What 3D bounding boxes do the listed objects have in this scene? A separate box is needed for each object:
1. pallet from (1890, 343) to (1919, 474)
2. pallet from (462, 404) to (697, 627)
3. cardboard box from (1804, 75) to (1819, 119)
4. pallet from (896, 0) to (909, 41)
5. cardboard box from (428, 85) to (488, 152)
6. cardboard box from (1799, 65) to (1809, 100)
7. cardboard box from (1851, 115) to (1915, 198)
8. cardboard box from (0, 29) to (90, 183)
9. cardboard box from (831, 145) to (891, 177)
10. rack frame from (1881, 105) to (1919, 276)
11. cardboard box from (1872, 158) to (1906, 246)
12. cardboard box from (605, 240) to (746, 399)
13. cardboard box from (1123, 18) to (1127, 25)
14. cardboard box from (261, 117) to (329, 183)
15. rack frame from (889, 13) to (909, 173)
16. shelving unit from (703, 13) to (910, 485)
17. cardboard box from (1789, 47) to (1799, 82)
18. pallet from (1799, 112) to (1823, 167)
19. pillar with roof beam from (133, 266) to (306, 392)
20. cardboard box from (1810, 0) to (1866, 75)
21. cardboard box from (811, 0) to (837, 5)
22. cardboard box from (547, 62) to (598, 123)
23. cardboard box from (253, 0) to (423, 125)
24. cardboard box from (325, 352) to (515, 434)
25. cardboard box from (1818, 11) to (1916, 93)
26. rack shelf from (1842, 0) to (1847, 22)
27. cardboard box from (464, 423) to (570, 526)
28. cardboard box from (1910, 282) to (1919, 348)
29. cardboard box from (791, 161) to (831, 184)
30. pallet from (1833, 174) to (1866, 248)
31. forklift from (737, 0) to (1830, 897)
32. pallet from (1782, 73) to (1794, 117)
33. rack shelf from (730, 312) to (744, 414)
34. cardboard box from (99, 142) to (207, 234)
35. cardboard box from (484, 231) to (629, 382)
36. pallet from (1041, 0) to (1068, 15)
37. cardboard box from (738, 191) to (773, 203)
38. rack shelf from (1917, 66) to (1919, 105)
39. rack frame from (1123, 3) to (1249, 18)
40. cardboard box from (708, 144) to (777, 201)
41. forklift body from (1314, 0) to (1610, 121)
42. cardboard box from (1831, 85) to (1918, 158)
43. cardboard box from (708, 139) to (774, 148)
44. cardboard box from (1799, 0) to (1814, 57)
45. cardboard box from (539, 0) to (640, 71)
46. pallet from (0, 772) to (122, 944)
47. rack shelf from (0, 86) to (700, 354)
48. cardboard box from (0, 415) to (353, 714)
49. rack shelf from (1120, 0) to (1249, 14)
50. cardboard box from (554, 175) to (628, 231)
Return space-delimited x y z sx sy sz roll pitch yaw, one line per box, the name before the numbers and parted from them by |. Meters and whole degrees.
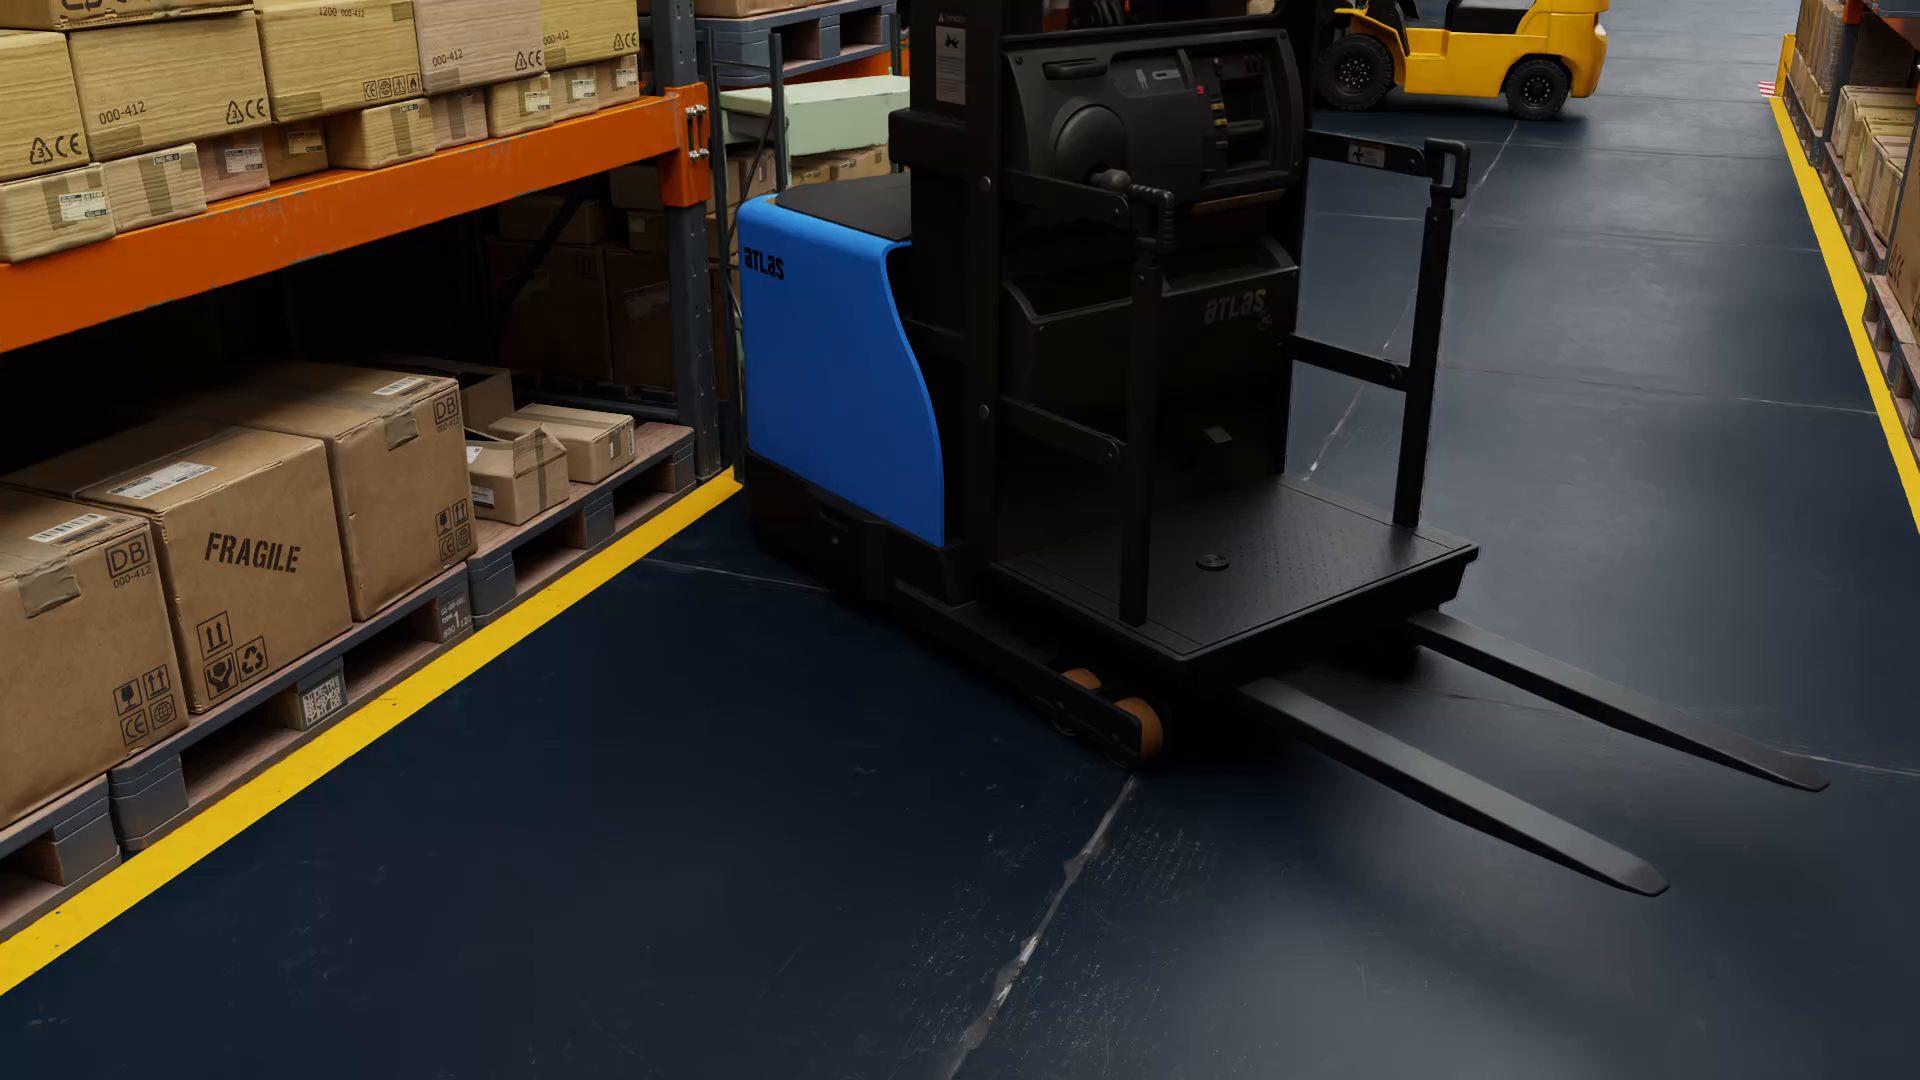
pallet | 3.959 -0.399 5.931 1.003 0.211 1.213 9 24 20
pallet | -1.576 -0.137 5.305 1.003 0.211 1.213 9 24 20
cardboard box | 6.421 -3.190 12.019 0.500 0.250 0.500 8 24 19
pallet | -0.552 -2.316 7.152 1.003 0.211 1.213 9 24 20
cardboard box | -1.477 -1.121 4.368 0.380 0.149 0.250 9 24 21
cardboard box | 6.804 -3.552 12.885 0.500 0.250 0.500 11 25 24
cardboard box | 5.549 -2.110 9.273 0.950 0.372 0.625 10 25 22
cardboard box | -2.014 -0.793 3.064 0.500 0.250 0.500 8 24 19
cardboard box | -0.512 -1.576 6.988 0.380 0.149 0.250 10 25 22
rack frame | 4.776 -2.392 7.085 1.000 3.000 0.127 9 24 20
cardboard box | 4.995 -1.574 7.991 0.950 0.372 0.625 7 24 16
cardboard box | -0.931 -0.851 6.094 0.500 0.500 0.500 10 25 22
cardboard box | 1.469 -3.442 12.135 0.875 0.625 0.625 10 25 22
cardboard box | -1.745 -0.949 3.956 0.380 0.149 0.250 9 24 21
rack frame | -0.092 -1.030 5.757 0.023 1.500 0.400 -18 27 -36
shelving unit | -0.373 -0.940 5.540 0.755 1.500 0.431 -18 27 -36
cardboard box | 7.191 -3.931 13.791 0.500 0.250 0.500 9 24 20
pallet | 6.479 -2.782 11.636 1.003 0.211 1.213 9 24 20
pillar with roof beam | 1.582 -3.702 2.436 9.100 9.000 0.400 9 24 20
cardboard box | 6.608 -3.710 12.289 0.500 0.500 0.500 10 25 23
cardboard box | -0.740 -2.236 6.037 0.700 0.500 0.500 9 24 21
cardboard box | -1.280 -1.307 4.814 0.380 0.149 0.250 9 24 21
cardboard box | -1.652 -1.163 3.951 0.500 0.250 0.500 9 24 20
cardboard box | -1.784 -0.420 5.308 0.500 0.311 0.500 10 25 22
cardboard box | 6.233 -3.345 11.415 0.500 0.500 0.500 8 24 19
rack shelf | 7.005 -4.207 12.364 1.077 0.370 4.000 9 24 20
cardboard box | -1.386 -0.233 4.918 0.396 0.266 0.258 10 25 22
cardboard box | 4.107 -1.051 6.087 0.875 0.875 0.875 9 24 21
cardboard box | -0.734 -1.403 6.575 0.380 0.149 0.250 8 24 19
pallet | 5.523 -1.820 9.333 1.003 0.211 1.213 9 24 20
forklift | 0.628 -1.026 3.904 1.130 2.935 3.031 -17 28 -34
pallet | 7.385 -3.655 13.727 1.003 0.211 1.213 9 24 20
rack shelf | -0.368 -0.637 5.661 0.720 0.370 0.431 -18 27 -36
cardboard box | -1.825 -0.752 3.484 0.380 0.149 0.250 9 24 21
cardboard box | -1.412 -0.928 6.279 0.500 0.500 0.500 9 24 20
pallet | -0.020 -2.760 8.215 1.213 0.211 1.003 9 24 20
cardboard box | -0.908 -1.210 6.112 0.380 0.149 0.250 8 24 19
rack shelf | 4.033 -1.344 5.510 1.077 0.370 4.000 9 24 20
rack frame | 1.652 -4.533 12.210 1.000 3.000 0.127 9 24 20
cardboard box | -0.887 -1.337 6.029 0.380 0.149 0.250 8 24 17
forklift body | 4.127 -4.633 13.550 2.313 2.155 1.214 9 24 20
cardboard box | 6.069 -2.617 10.487 0.950 0.372 0.625 9 24 21
cardboard box | -1.009 -1.652 7.169 0.380 0.149 0.250 9 24 21
cardboard box | 6.993 -4.080 13.177 0.500 0.500 0.500 8 24 18
cardboard box | -1.282 -1.521 4.808 0.500 0.250 0.500 9 24 21
pallet | -2.482 0.736 3.215 1.003 0.211 1.213 9 24 20
rack shelf | -2.062 -0.622 3.781 1.077 0.370 4.000 9 24 20
cardboard box | -1.847 0.041 3.959 0.500 0.500 0.500 9 24 21
rack shelf | 0.909 -3.485 10.635 1.077 0.370 4.000 9 24 20
cardboard box | -1.358 -1.277 6.273 0.380 0.149 0.250 9 24 20
